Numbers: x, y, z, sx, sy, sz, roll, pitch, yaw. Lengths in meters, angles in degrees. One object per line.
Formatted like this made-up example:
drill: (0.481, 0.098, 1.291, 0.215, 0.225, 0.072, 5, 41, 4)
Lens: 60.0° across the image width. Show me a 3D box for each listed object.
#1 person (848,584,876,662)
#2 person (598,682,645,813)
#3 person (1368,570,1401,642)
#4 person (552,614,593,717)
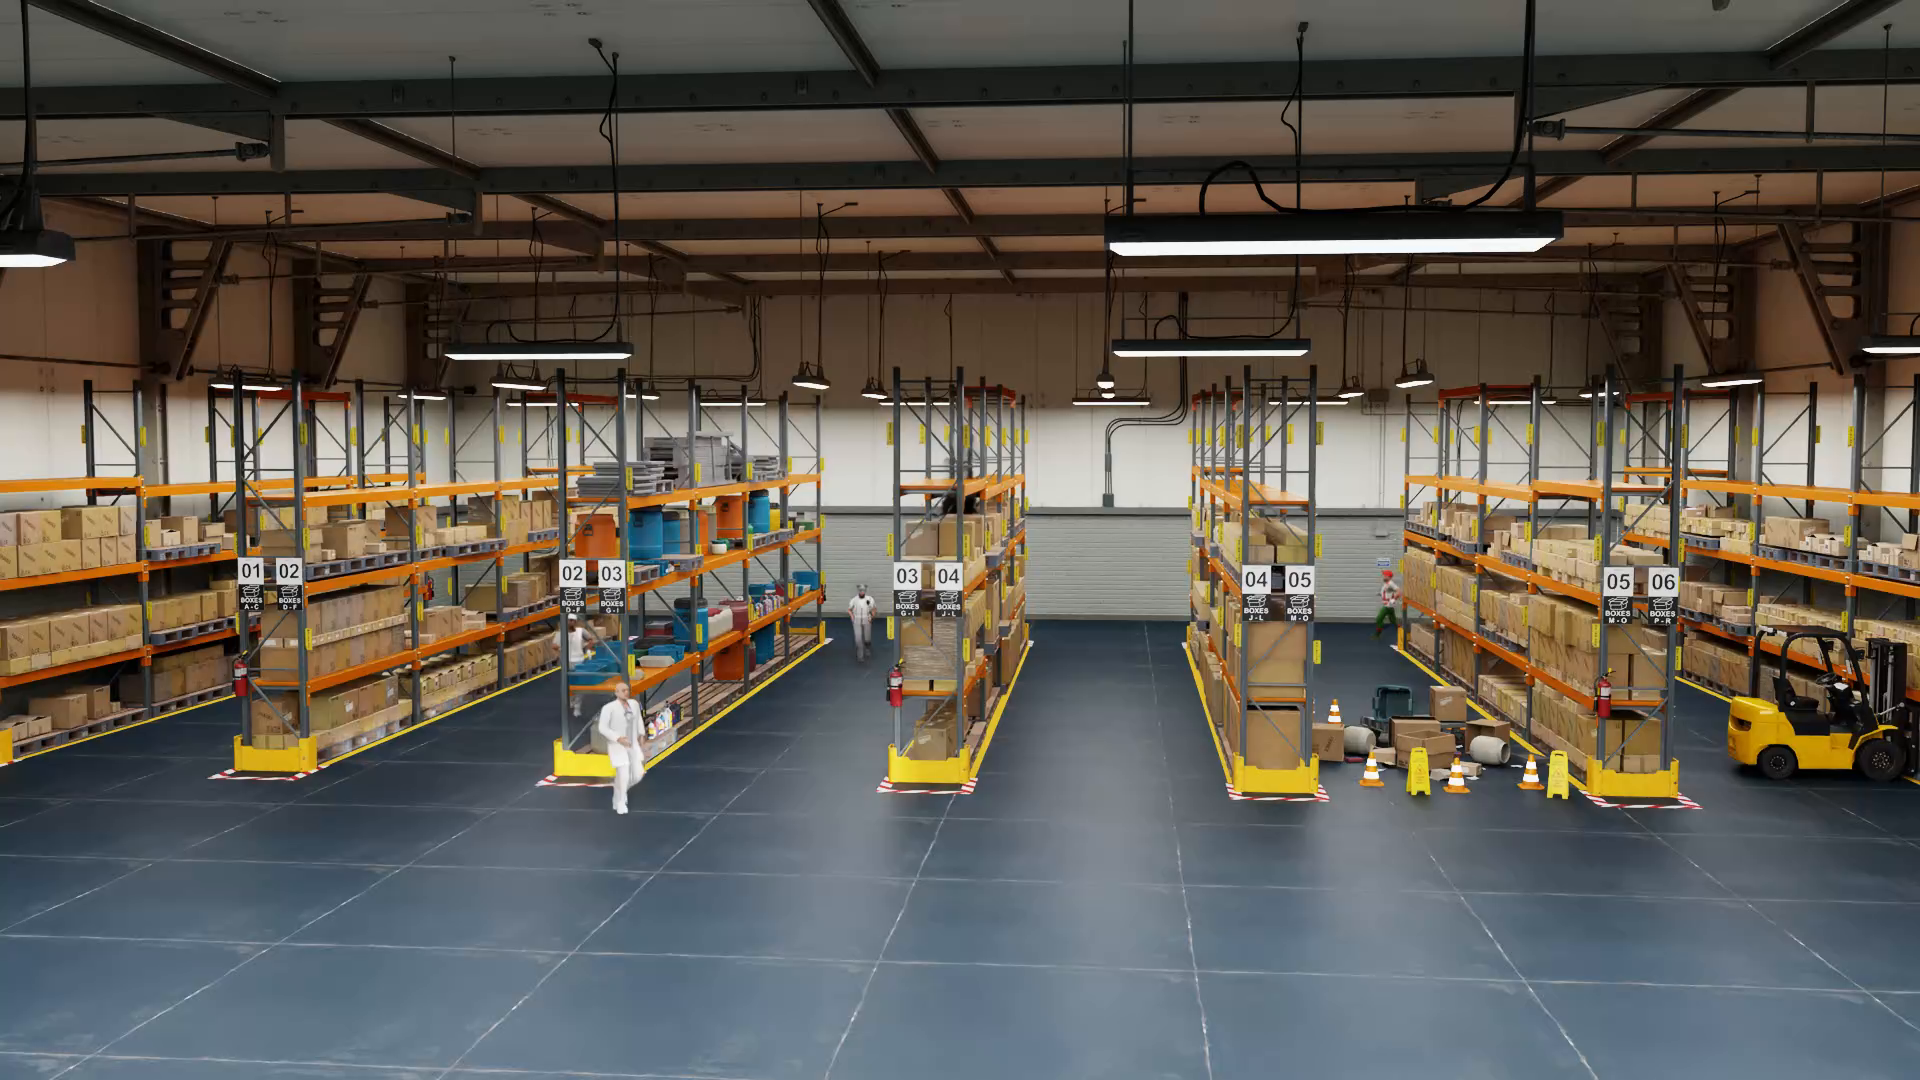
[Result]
person: (-2.189, 1.829, 37.090, 0.639, 1.731, 0.576, 0, 4, -2)
person: (-4.477, 2.759, 22.170, 0.651, 1.736, 0.748, 3, 5, 44)
person: (10.420, 1.615, 40.428, 0.965, 1.786, 0.707, 1, 4, 13)
person: (-7.019, 2.235, 30.069, 0.678, 1.838, 0.800, 0, 4, -2)
